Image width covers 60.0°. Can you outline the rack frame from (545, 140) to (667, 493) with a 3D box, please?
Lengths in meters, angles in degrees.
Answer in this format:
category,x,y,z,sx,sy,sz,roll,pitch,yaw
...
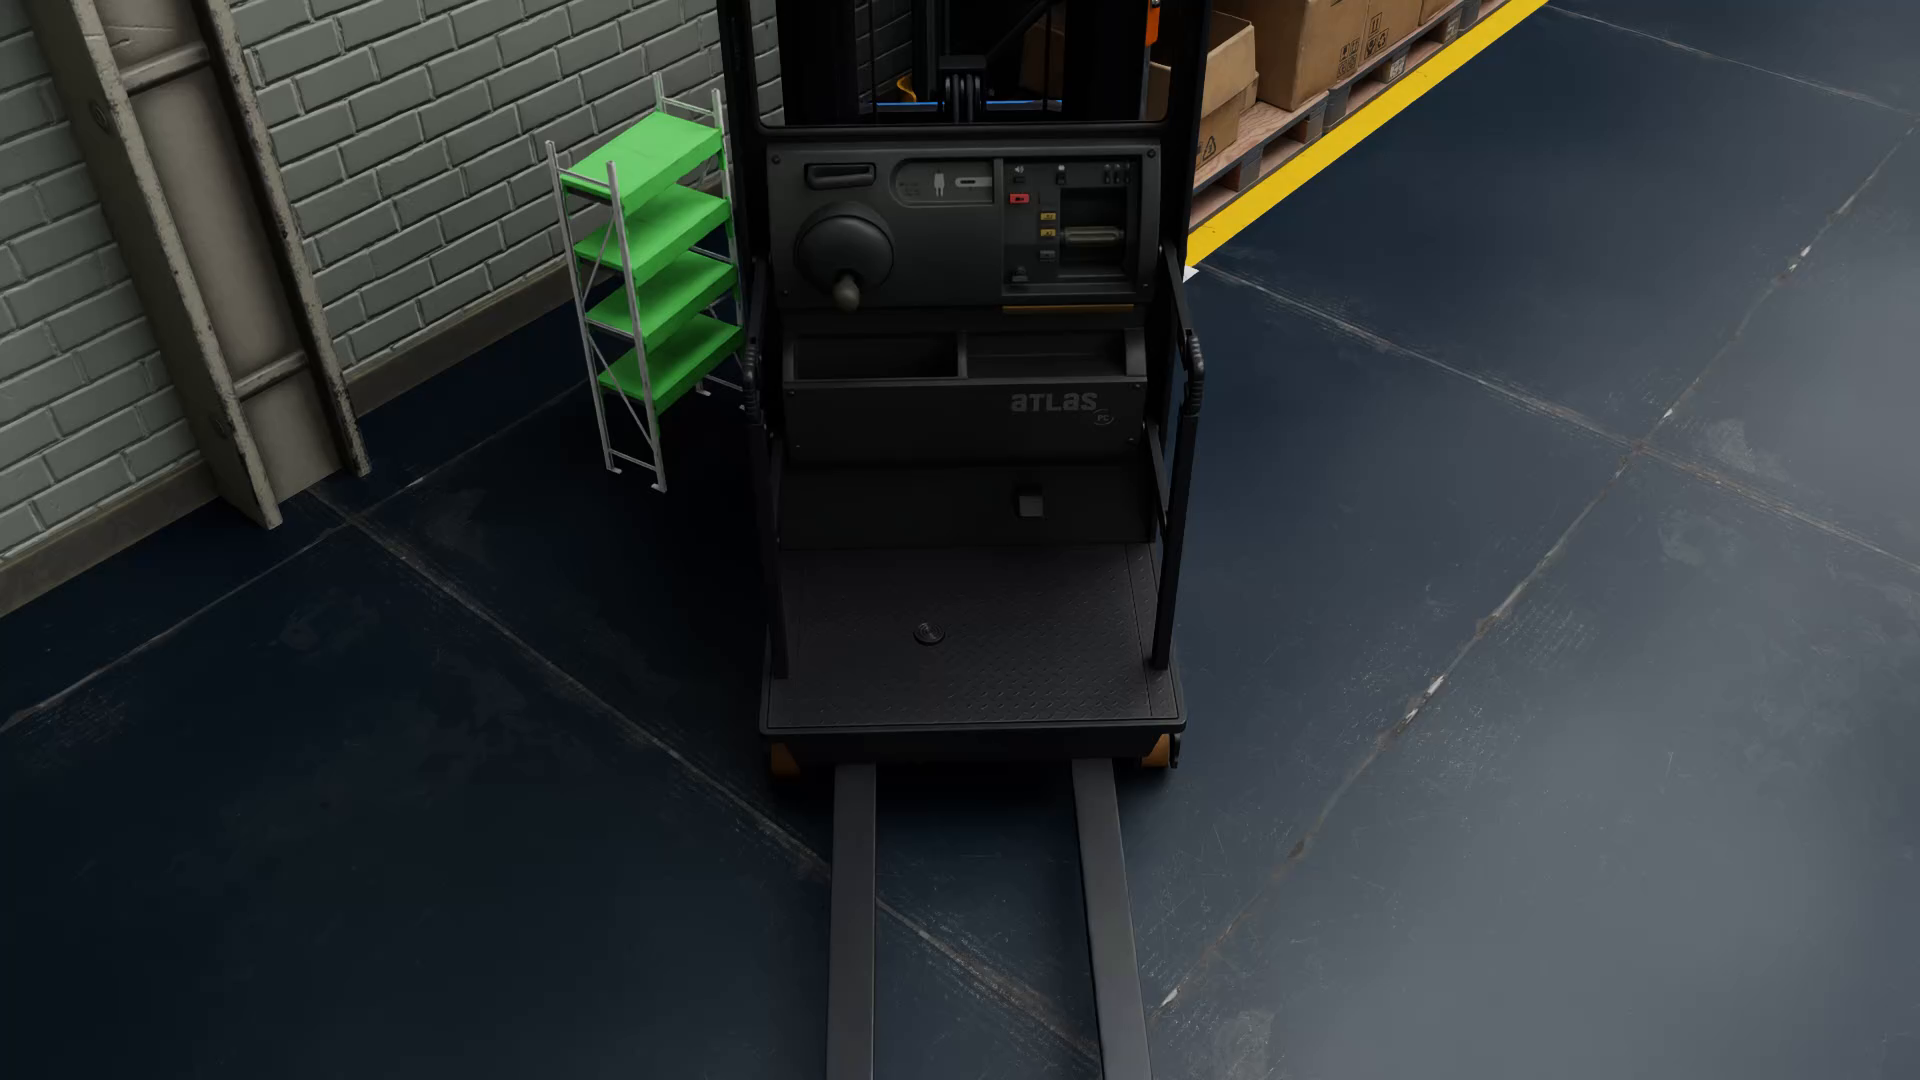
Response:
category,x,y,z,sx,sy,sz,roll,pitch,yaw
rack frame,-1.065,-0.643,5.065,0.240,1.200,0.015,21,46,22

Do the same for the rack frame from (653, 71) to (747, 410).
category,x,y,z,sx,sy,sz,roll,pitch,yaw
rack frame,-0.818,-0.927,5.376,0.240,1.200,0.015,21,46,22

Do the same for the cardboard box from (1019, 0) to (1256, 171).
category,x,y,z,sx,sy,sz,roll,pitch,yaw
cardboard box,0.704,-1.811,6.556,0.797,0.503,0.637,28,49,27

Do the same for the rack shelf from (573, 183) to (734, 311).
category,x,y,z,sx,sy,sz,roll,pitch,yaw
rack shelf,-0.942,-0.915,5.102,0.258,0.148,0.480,21,46,22

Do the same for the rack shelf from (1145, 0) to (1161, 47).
category,x,y,z,sx,sy,sz,roll,pitch,yaw
rack shelf,1.525,-3.069,6.931,1.077,0.370,4.000,29,50,28

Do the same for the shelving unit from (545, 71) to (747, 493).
category,x,y,z,sx,sy,sz,roll,pitch,yaw
shelving unit,-0.941,-0.785,5.221,0.258,1.200,0.503,21,46,22

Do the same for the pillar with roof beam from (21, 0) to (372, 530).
category,x,y,z,sx,sy,sz,roll,pitch,yaw
pillar with roof beam,1.107,-1.663,0.390,9.100,9.000,0.400,29,50,28

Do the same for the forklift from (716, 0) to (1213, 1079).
category,x,y,z,sx,sy,sz,roll,pitch,yaw
forklift,0.020,-0.663,3.801,1.130,2.935,3.031,-1,42,-1

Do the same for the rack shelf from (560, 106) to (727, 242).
category,x,y,z,sx,sy,sz,roll,pitch,yaw
rack shelf,-0.943,-1.093,4.941,0.258,0.148,0.480,21,46,22

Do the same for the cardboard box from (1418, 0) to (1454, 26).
category,x,y,z,sx,sy,sz,roll,pitch,yaw
cardboard box,1.952,-2.768,7.611,0.700,0.500,0.500,28,49,27

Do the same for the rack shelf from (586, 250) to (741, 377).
category,x,y,z,sx,sy,sz,roll,pitch,yaw
rack shelf,-0.941,-0.738,5.263,0.258,0.148,0.480,21,46,22

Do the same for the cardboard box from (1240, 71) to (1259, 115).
category,x,y,z,sx,sy,sz,roll,pitch,yaw
cardboard box,1.007,-1.882,6.897,0.380,0.149,0.250,28,49,27

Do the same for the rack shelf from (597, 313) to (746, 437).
category,x,y,z,sx,sy,sz,roll,pitch,yaw
rack shelf,-0.940,-0.560,5.425,0.258,0.148,0.480,21,46,22

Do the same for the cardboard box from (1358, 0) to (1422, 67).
category,x,y,z,sx,sy,sz,roll,pitch,yaw
cardboard box,1.700,-2.462,7.274,0.500,0.500,0.500,30,50,29

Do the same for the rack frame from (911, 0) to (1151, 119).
category,x,y,z,sx,sy,sz,roll,pitch,yaw
rack frame,0.237,-2.306,5.556,1.000,3.000,0.127,29,50,28

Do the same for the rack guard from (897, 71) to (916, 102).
category,x,y,z,sx,sy,sz,roll,pitch,yaw
rack guard,0.286,-1.420,6.440,1.175,0.500,0.348,29,50,28

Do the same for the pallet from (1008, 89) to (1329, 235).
category,x,y,z,sx,sy,sz,roll,pitch,yaw
pallet,0.799,-1.724,6.989,1.003,0.211,1.213,29,50,28

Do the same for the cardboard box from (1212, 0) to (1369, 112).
category,x,y,z,sx,sy,sz,roll,pitch,yaw
cardboard box,1.283,-2.234,7.023,0.700,0.500,0.500,32,51,30

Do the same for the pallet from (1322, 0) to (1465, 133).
category,x,y,z,sx,sy,sz,roll,pitch,yaw
pallet,1.584,-2.349,7.677,1.003,0.211,1.213,29,50,28

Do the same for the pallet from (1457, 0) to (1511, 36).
category,x,y,z,sx,sy,sz,roll,pitch,yaw
pallet,2.369,-2.980,8.371,1.003,0.211,1.213,29,50,28
